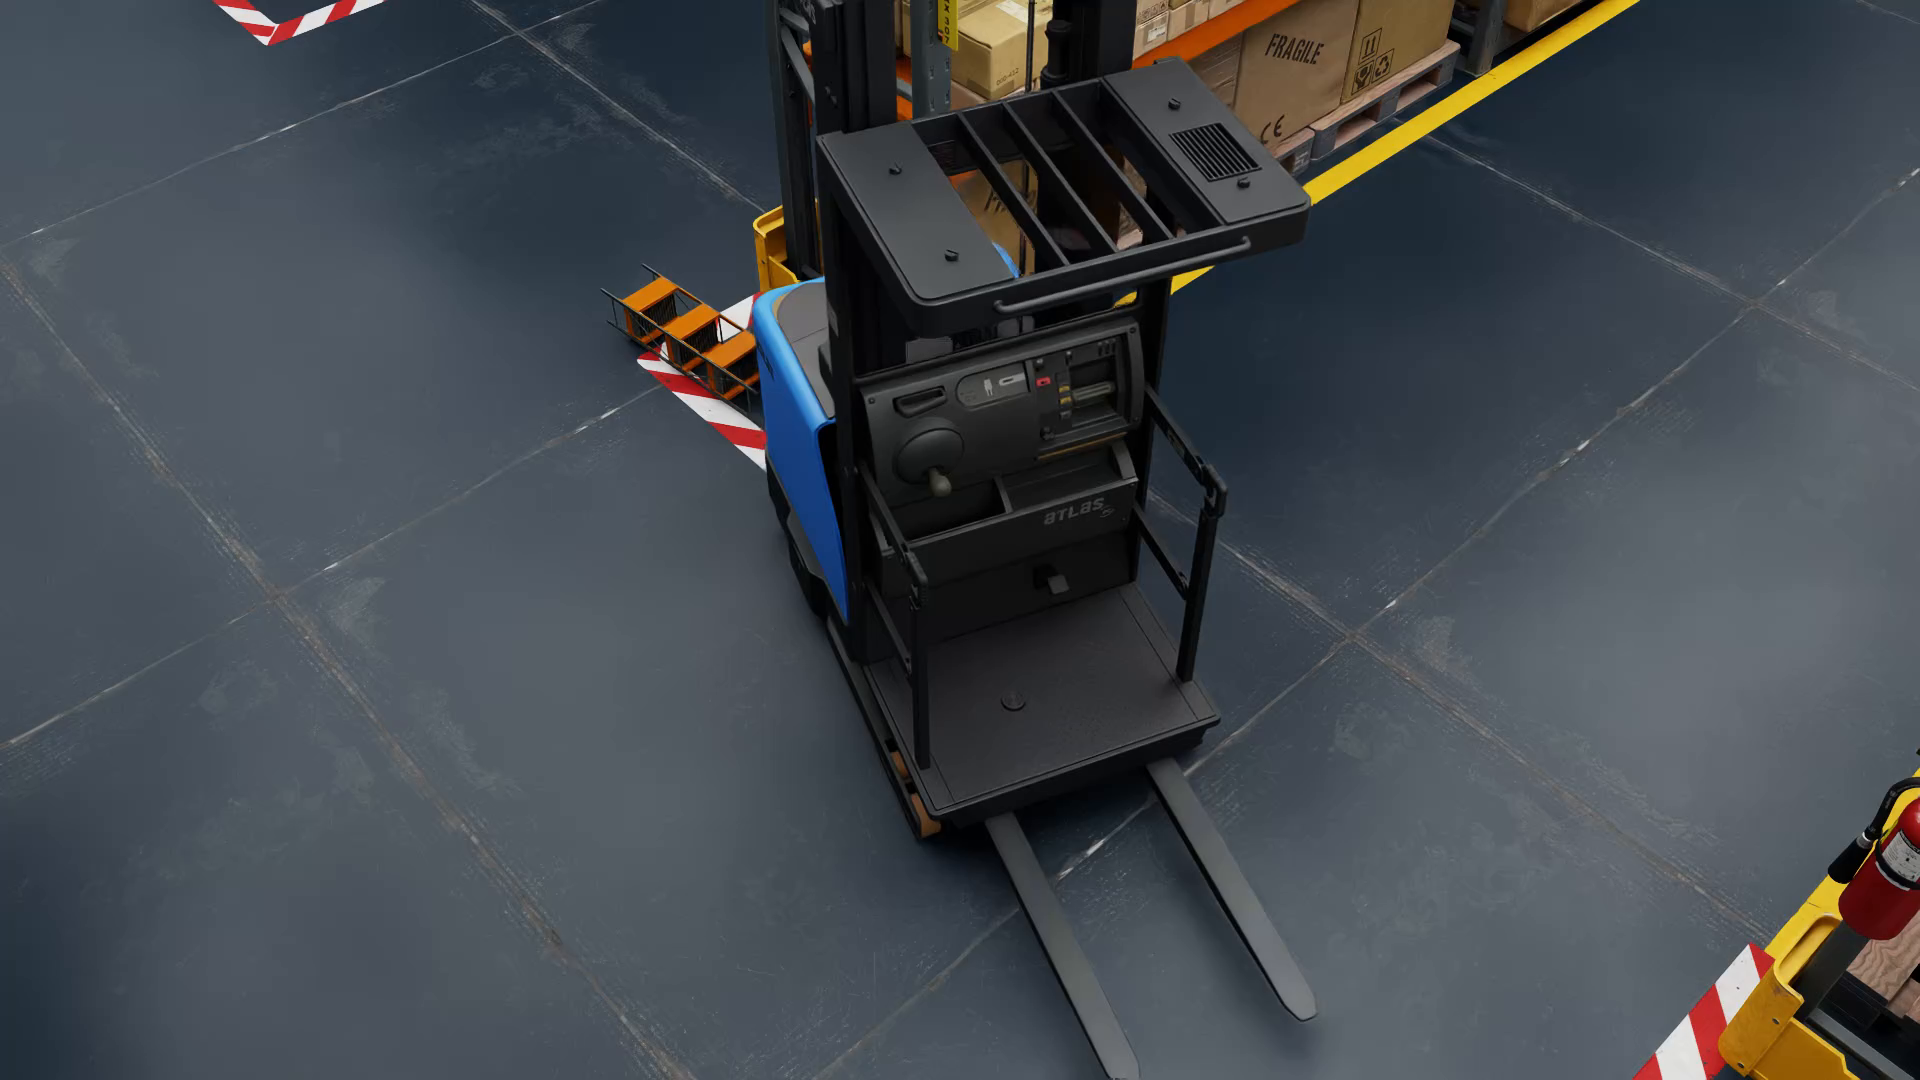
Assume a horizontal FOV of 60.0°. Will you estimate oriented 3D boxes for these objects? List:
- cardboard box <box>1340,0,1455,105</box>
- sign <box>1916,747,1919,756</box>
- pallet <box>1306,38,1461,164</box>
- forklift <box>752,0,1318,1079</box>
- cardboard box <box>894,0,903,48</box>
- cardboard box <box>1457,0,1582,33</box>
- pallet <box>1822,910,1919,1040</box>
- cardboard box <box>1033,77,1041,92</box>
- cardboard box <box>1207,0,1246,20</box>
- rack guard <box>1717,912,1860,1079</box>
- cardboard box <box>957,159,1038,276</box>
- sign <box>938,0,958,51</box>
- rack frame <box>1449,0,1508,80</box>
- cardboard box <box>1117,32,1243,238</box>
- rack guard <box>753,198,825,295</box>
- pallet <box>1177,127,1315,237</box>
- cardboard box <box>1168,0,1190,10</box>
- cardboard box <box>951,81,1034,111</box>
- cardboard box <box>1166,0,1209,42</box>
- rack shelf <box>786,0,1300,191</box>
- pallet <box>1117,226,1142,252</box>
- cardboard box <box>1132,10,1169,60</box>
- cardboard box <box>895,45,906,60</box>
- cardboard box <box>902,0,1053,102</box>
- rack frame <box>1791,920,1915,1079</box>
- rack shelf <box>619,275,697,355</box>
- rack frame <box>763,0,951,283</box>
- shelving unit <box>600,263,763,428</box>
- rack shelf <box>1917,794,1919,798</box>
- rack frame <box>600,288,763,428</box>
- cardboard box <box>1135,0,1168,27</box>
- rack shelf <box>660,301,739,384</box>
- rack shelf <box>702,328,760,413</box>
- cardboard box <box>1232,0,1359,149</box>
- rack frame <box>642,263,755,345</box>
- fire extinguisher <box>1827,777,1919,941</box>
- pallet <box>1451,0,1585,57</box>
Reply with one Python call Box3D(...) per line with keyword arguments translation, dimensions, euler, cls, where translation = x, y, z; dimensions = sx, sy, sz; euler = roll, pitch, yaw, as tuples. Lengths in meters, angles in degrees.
Box3D(translation=(2.005, -2.989, 8.680), dimensions=(0.875, 0.875, 0.875), euler=(-34, 56, -27), cls="cardboard box")
Box3D(translation=(2.538, 0.475, 4.213), dimensions=(0.005, 0.325, 0.100), euler=(-34, 56, -27), cls="sign")
Box3D(translation=(1.932, -2.570, 9.031), dimensions=(1.213, 0.211, 1.003), euler=(-34, 56, -27), cls="pallet")
Box3D(translation=(0.231, -0.313, 5.097), dimensions=(1.130, 2.935, 3.031), euler=(-17, 49, -15), cls="forklift")
Box3D(translation=(-0.232, -2.306, 6.789), dimensions=(0.500, 0.250, 0.500), euler=(-35, 56, -28), cls="cardboard box")
Box3D(translation=(3.008, -3.599, 9.243), dimensions=(0.875, 0.875, 1.225), euler=(-34, 56, -27), cls="cardboard box")
Box3D(translation=(3.556, 1.380, 5.386), dimensions=(1.213, 0.211, 1.003), euler=(-34, 56, -27), cls="pallet")
Box3D(translation=(0.261, -1.910, 6.696), dimensions=(0.250, 0.149, 0.380), euler=(-35, 56, -28), cls="cardboard box")
Box3D(translation=(1.022, -2.420, 7.166), dimensions=(0.250, 0.149, 0.380), euler=(-34, 56, -27), cls="cardboard box")
Box3D(translation=(2.911, 1.688, 4.906), dimensions=(0.348, 0.500, 1.175), euler=(-34, 56, -27), cls="rack guard")
Box3D(translation=(0.008, -1.654, 7.448), dimensions=(0.875, 0.875, 0.875), euler=(-34, 56, -27), cls="cardboard box")
Box3D(translation=(-0.043, -1.887, 5.861), dimensions=(0.005, 0.325, 0.100), euler=(-34, 56, -27), cls="sign")
Box3D(translation=(2.547, -3.850, 8.314), dimensions=(0.127, 3.000, 1.000), euler=(-34, 56, -27), cls="rack frame")
Box3D(translation=(0.681, -2.104, 7.863), dimensions=(0.875, 0.875, 0.875), euler=(-34, 56, -27), cls="cardboard box")
Box3D(translation=(-0.430, -1.012, 7.397), dimensions=(0.348, 0.500, 1.175), euler=(-34, 56, -27), cls="rack guard")
Box3D(translation=(1.029, -1.964, 8.472), dimensions=(1.213, 0.211, 1.003), euler=(-34, 56, -27), cls="pallet")
Box3D(translation=(0.879, -2.519, 6.987), dimensions=(0.500, 0.250, 0.500), euler=(-36, 57, -28), cls="cardboard box")
Box3D(translation=(0.073, -1.783, 6.578), dimensions=(0.250, 0.149, 0.380), euler=(-33, 55, -27), cls="cardboard box")
Box3D(translation=(0.832, -2.292, 7.048), dimensions=(0.250, 0.149, 0.380), euler=(-35, 56, -28), cls="cardboard box")
Box3D(translation=(1.068, -2.617, 7.666), dimensions=(4.000, 0.370, 1.077), euler=(-34, 56, -27), cls="rack shelf")
Box3D(translation=(0.127, -1.364, 7.918), dimensions=(1.213, 0.211, 1.003), euler=(-34, 56, -27), cls="pallet")
Box3D(translation=(0.643, -2.167, 6.932), dimensions=(0.250, 0.149, 0.380), euler=(-35, 56, -28), cls="cardboard box")
Box3D(translation=(-0.370, -2.142, 6.909), dimensions=(0.250, 0.149, 0.380), euler=(-33, 55, -27), cls="cardboard box")
Box3D(translation=(0.125, -2.012, 6.519), dimensions=(0.500, 0.250, 0.500), euler=(-35, 56, -28), cls="cardboard box")
Box3D(translation=(2.920, 0.821, 4.004), dimensions=(0.127, 3.000, 1.000), euler=(-34, 56, -27), cls="rack frame")
Box3D(translation=(-1.364, -1.019, 7.576), dimensions=(0.259, 0.215, 0.240), euler=(34, 56, 27), cls="rack shelf")
Box3D(translation=(-0.412, -1.872, 6.489), dimensions=(0.127, 3.000, 1.000), euler=(-34, 56, -27), cls="rack frame")
Box3D(translation=(-1.162, -0.883, 7.451), dimensions=(1.050, 0.215, 0.252), euler=(34, 56, 27), cls="shelving unit")
Box3D(translation=(4.400, 0.077, 5.181), dimensions=(4.000, 0.370, 1.077), euler=(-34, 56, -27), cls="rack shelf")
Box3D(translation=(-1.245, -0.817, 7.390), dimensions=(1.050, 0.200, 0.008), euler=(34, 56, 27), cls="rack frame")
Box3D(translation=(0.505, -2.273, 6.759), dimensions=(0.500, 0.250, 0.500), euler=(-34, 56, -28), cls="cardboard box")
Box3D(translation=(-1.155, -0.878, 7.446), dimensions=(0.259, 0.215, 0.240), euler=(34, 56, 27), cls="rack shelf")
Box3D(translation=(-0.950, -0.740, 7.319), dimensions=(0.259, 0.215, 0.240), euler=(34, 56, 27), cls="rack shelf")
Box3D(translation=(1.339, -2.544, 8.269), dimensions=(0.875, 0.875, 0.875), euler=(-34, 56, -27), cls="cardboard box")
Box3D(translation=(-1.080, -0.949, 7.512), dimensions=(1.050, 0.200, 0.008), euler=(34, 56, 27), cls="rack frame")
Box3D(translation=(2.503, 0.802, 4.329), dimensions=(0.183, 0.674, 0.296), euler=(-34, 56, -27), cls="fire extinguisher")
Box3D(translation=(3.068, -3.326, 9.729), dimensions=(1.213, 0.211, 1.003), euler=(-34, 56, -27), cls="pallet")
